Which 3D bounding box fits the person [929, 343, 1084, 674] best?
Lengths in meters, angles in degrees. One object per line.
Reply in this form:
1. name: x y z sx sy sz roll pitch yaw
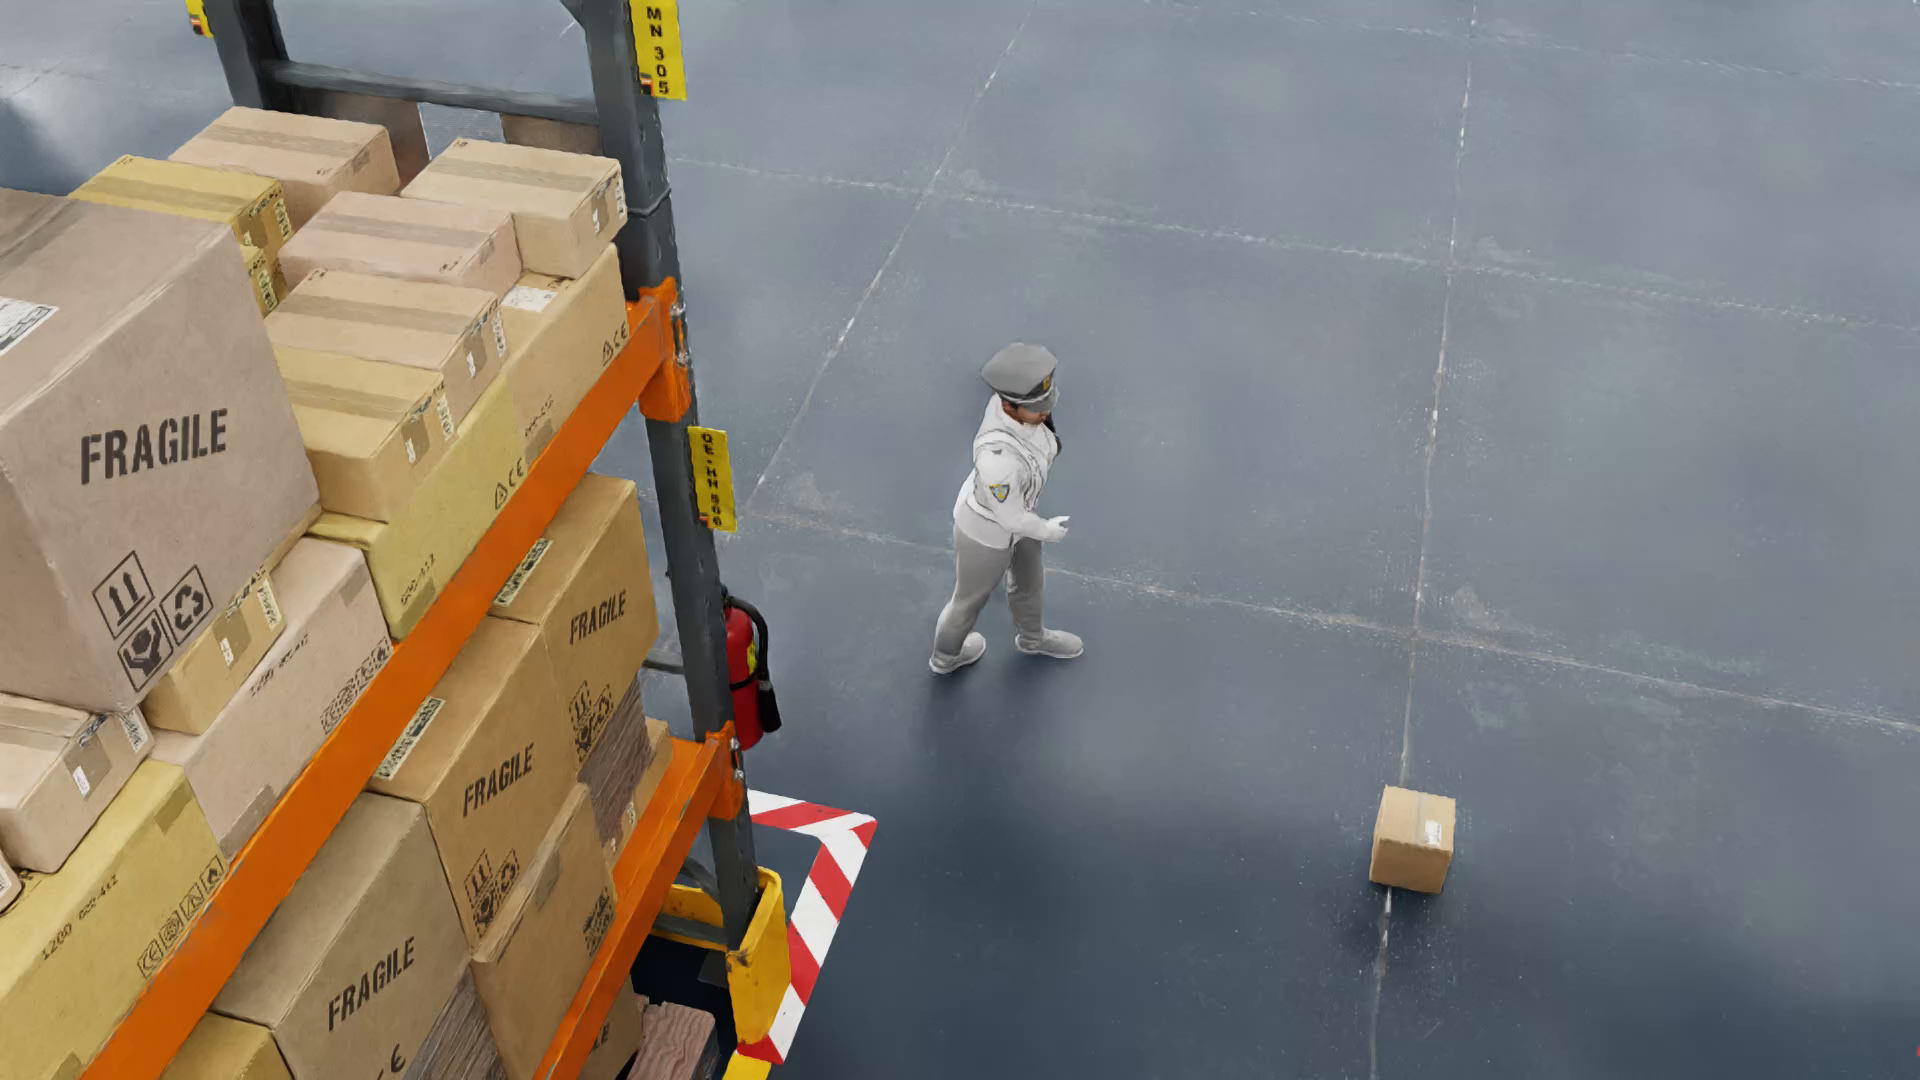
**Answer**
1. person: 0.167 -0.073 6.242 0.568 1.663 0.565 13 43 14
